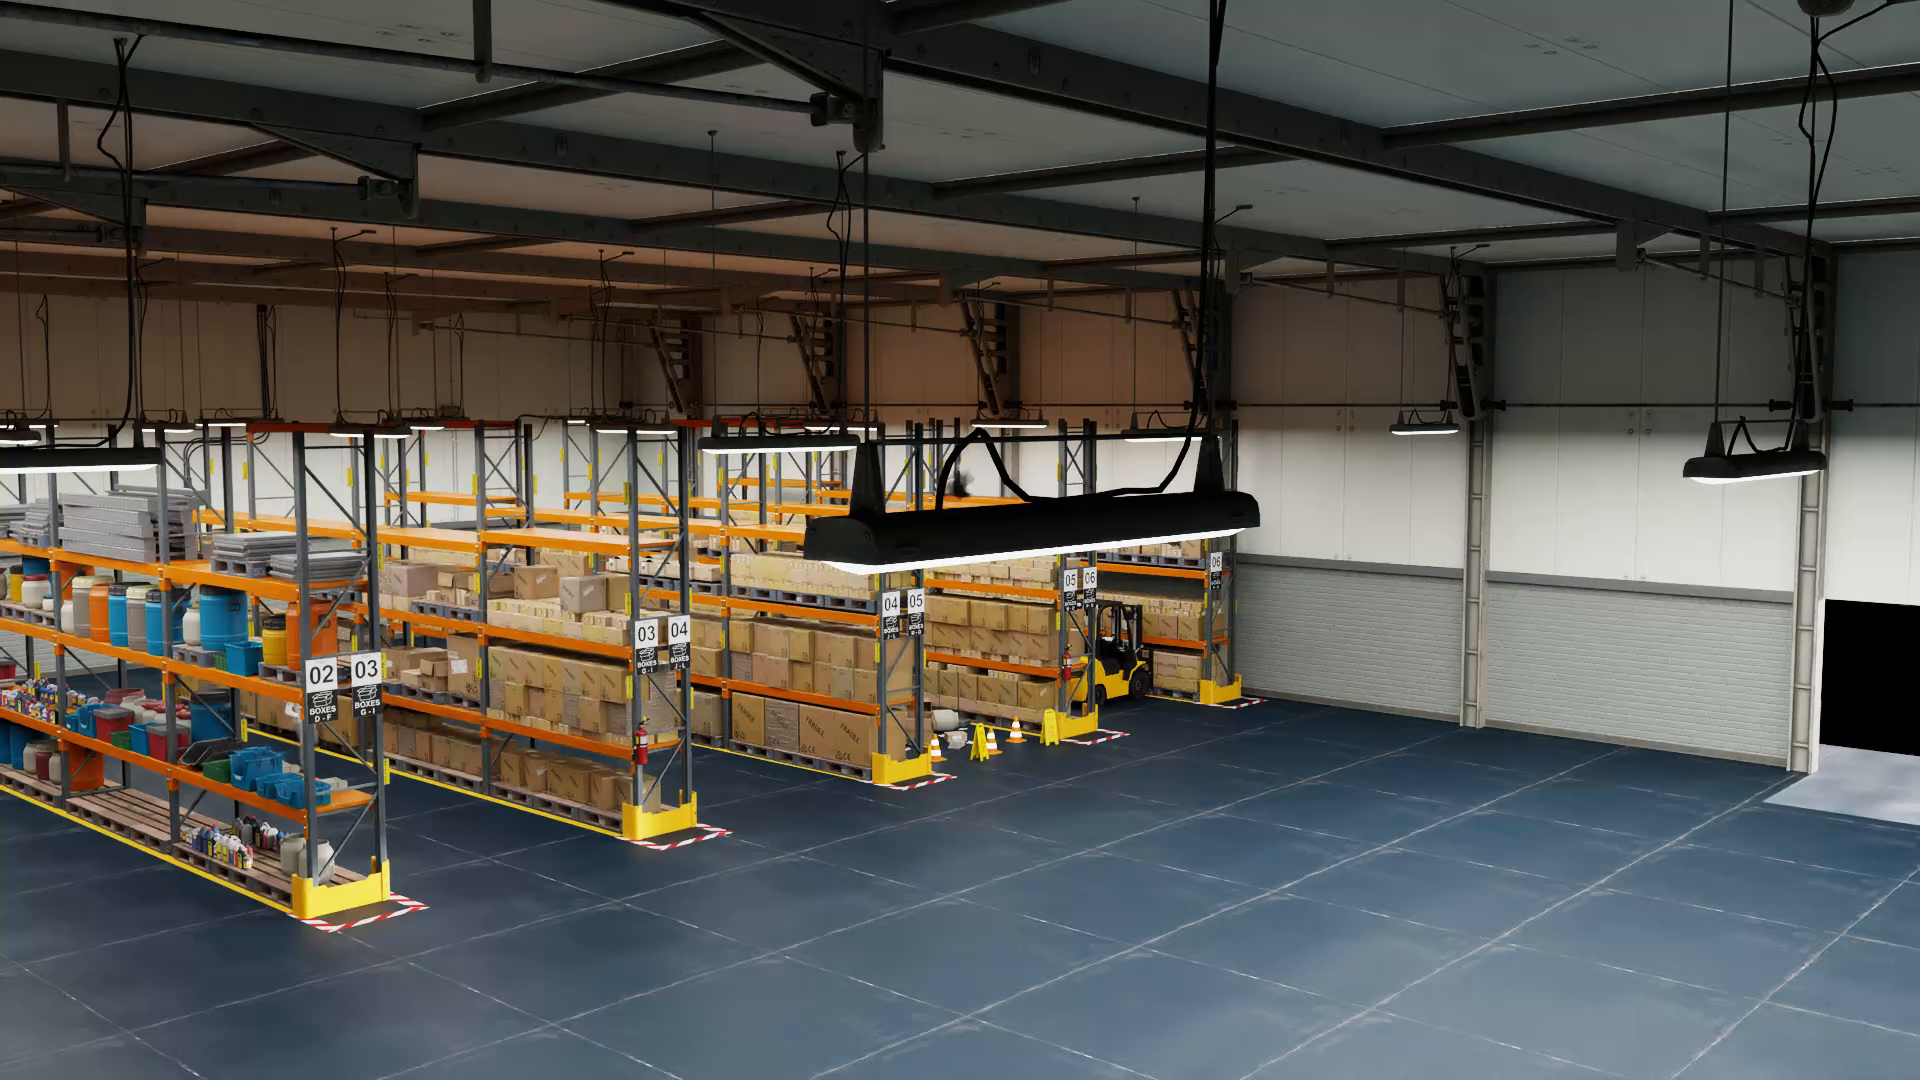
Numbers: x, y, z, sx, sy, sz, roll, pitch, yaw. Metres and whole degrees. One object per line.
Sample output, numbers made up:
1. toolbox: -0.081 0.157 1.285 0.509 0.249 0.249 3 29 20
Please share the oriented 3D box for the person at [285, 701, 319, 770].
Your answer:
1. person: -11.351 3.154 28.780 0.569 1.649 0.611 4 6 39
